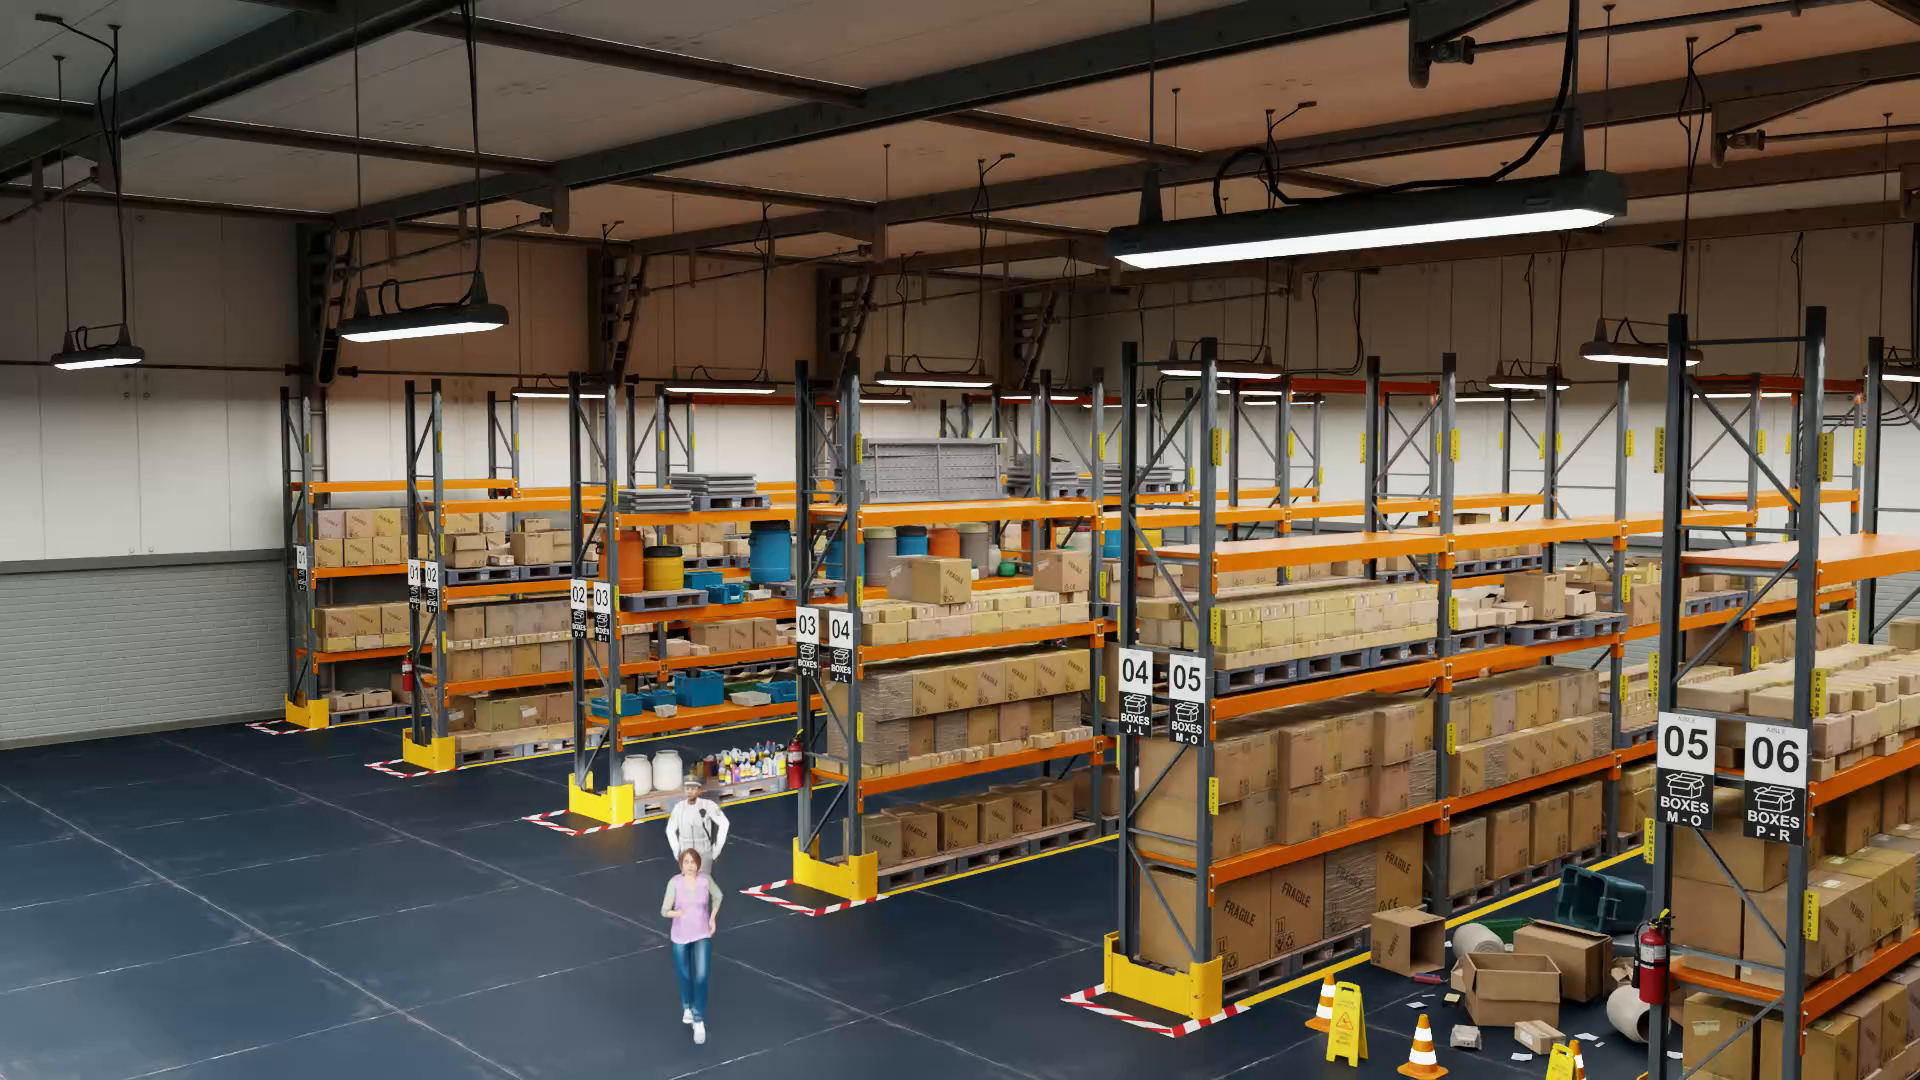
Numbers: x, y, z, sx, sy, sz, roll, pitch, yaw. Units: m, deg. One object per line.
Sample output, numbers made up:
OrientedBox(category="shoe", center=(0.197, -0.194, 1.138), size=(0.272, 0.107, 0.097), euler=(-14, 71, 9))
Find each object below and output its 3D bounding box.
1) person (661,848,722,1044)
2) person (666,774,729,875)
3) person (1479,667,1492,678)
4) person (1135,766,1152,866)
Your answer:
OrientedBox(category="person", center=(-2.298, 3.453, 14.253), size=(0.514, 1.639, 0.663), euler=(0, 4, -7))
OrientedBox(category="person", center=(-2.729, 3.241, 17.283), size=(0.646, 1.664, 0.607), euler=(0, 4, 1))
OrientedBox(category="person", center=(7.957, 2.721, 25.282), size=(0.600, 1.657, 0.877), euler=(3, 5, 43))
OrientedBox(category="person", center=(2.073, 3.124, 18.294), size=(0.643, 1.810, 0.676), euler=(3, 4, 36))
